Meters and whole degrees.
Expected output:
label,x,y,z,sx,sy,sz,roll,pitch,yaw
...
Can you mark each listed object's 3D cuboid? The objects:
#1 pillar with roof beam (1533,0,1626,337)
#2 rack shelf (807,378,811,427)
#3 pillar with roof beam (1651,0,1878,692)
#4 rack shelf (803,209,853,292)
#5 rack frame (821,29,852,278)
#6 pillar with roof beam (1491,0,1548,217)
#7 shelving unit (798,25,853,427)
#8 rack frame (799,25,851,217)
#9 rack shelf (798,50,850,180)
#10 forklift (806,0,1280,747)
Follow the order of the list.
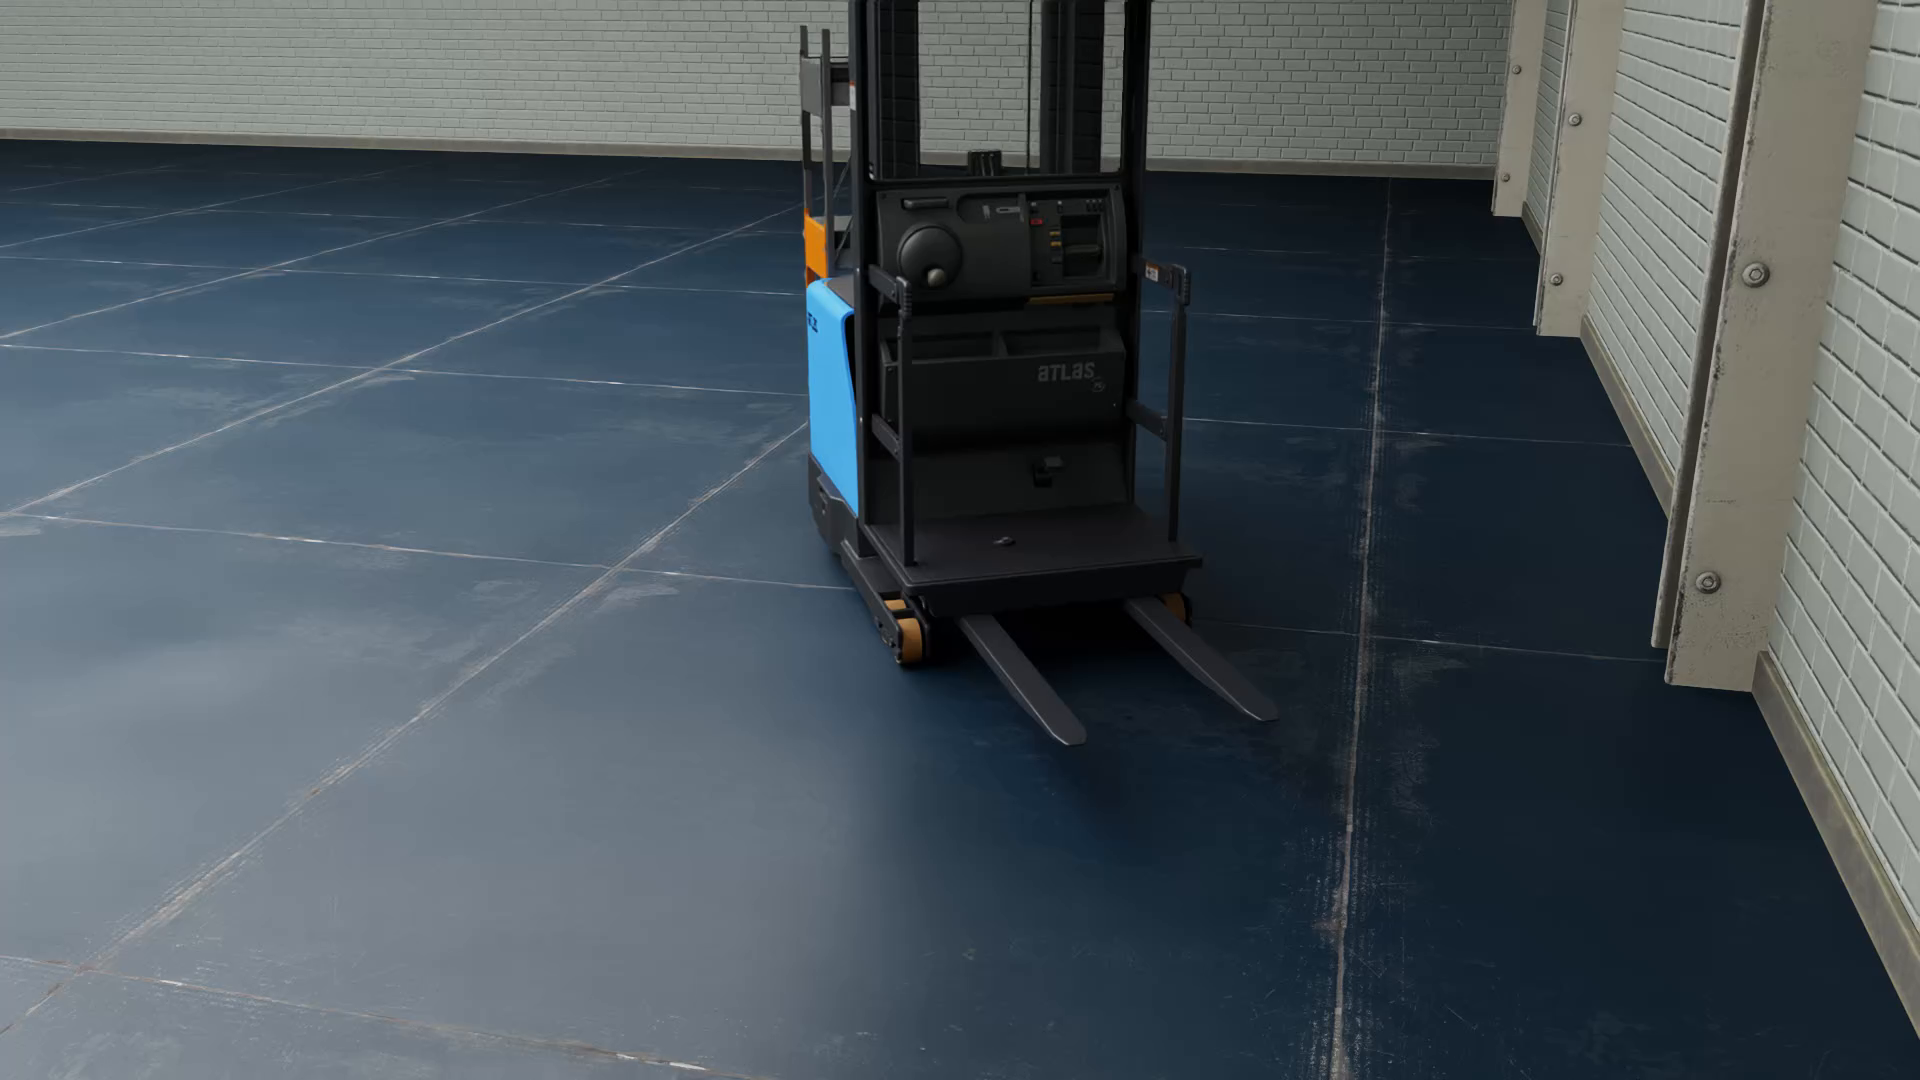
label,x,y,z,sx,sy,sz,roll,pitch,yaw
pillar with roof beam,-0.074,-6.033,10.927,9.100,9.000,0.400,5,19,13
rack shelf,-0.453,-0.554,7.770,0.431,0.518,0.480,-5,20,-15
pillar with roof beam,-1.540,-4.152,5.421,9.100,9.000,0.400,5,19,13
rack shelf,-0.453,-1.217,7.544,0.431,0.518,0.480,-5,20,-15
rack frame,-0.386,-1.154,7.317,0.400,2.100,0.015,-5,20,-15
pillar with roof beam,1.392,-7.913,16.433,9.100,9.000,0.400,5,19,13
shelving unit,-0.453,-1.230,7.539,0.431,2.100,0.503,-5,20,-15
rack frame,-0.519,-1.306,7.762,0.400,2.100,0.015,-5,20,-15
rack shelf,-0.453,-1.879,7.318,0.431,0.518,0.480,-5,20,-15
forklift,0.217,-1.086,5.834,1.130,2.935,3.031,-5,20,-15
